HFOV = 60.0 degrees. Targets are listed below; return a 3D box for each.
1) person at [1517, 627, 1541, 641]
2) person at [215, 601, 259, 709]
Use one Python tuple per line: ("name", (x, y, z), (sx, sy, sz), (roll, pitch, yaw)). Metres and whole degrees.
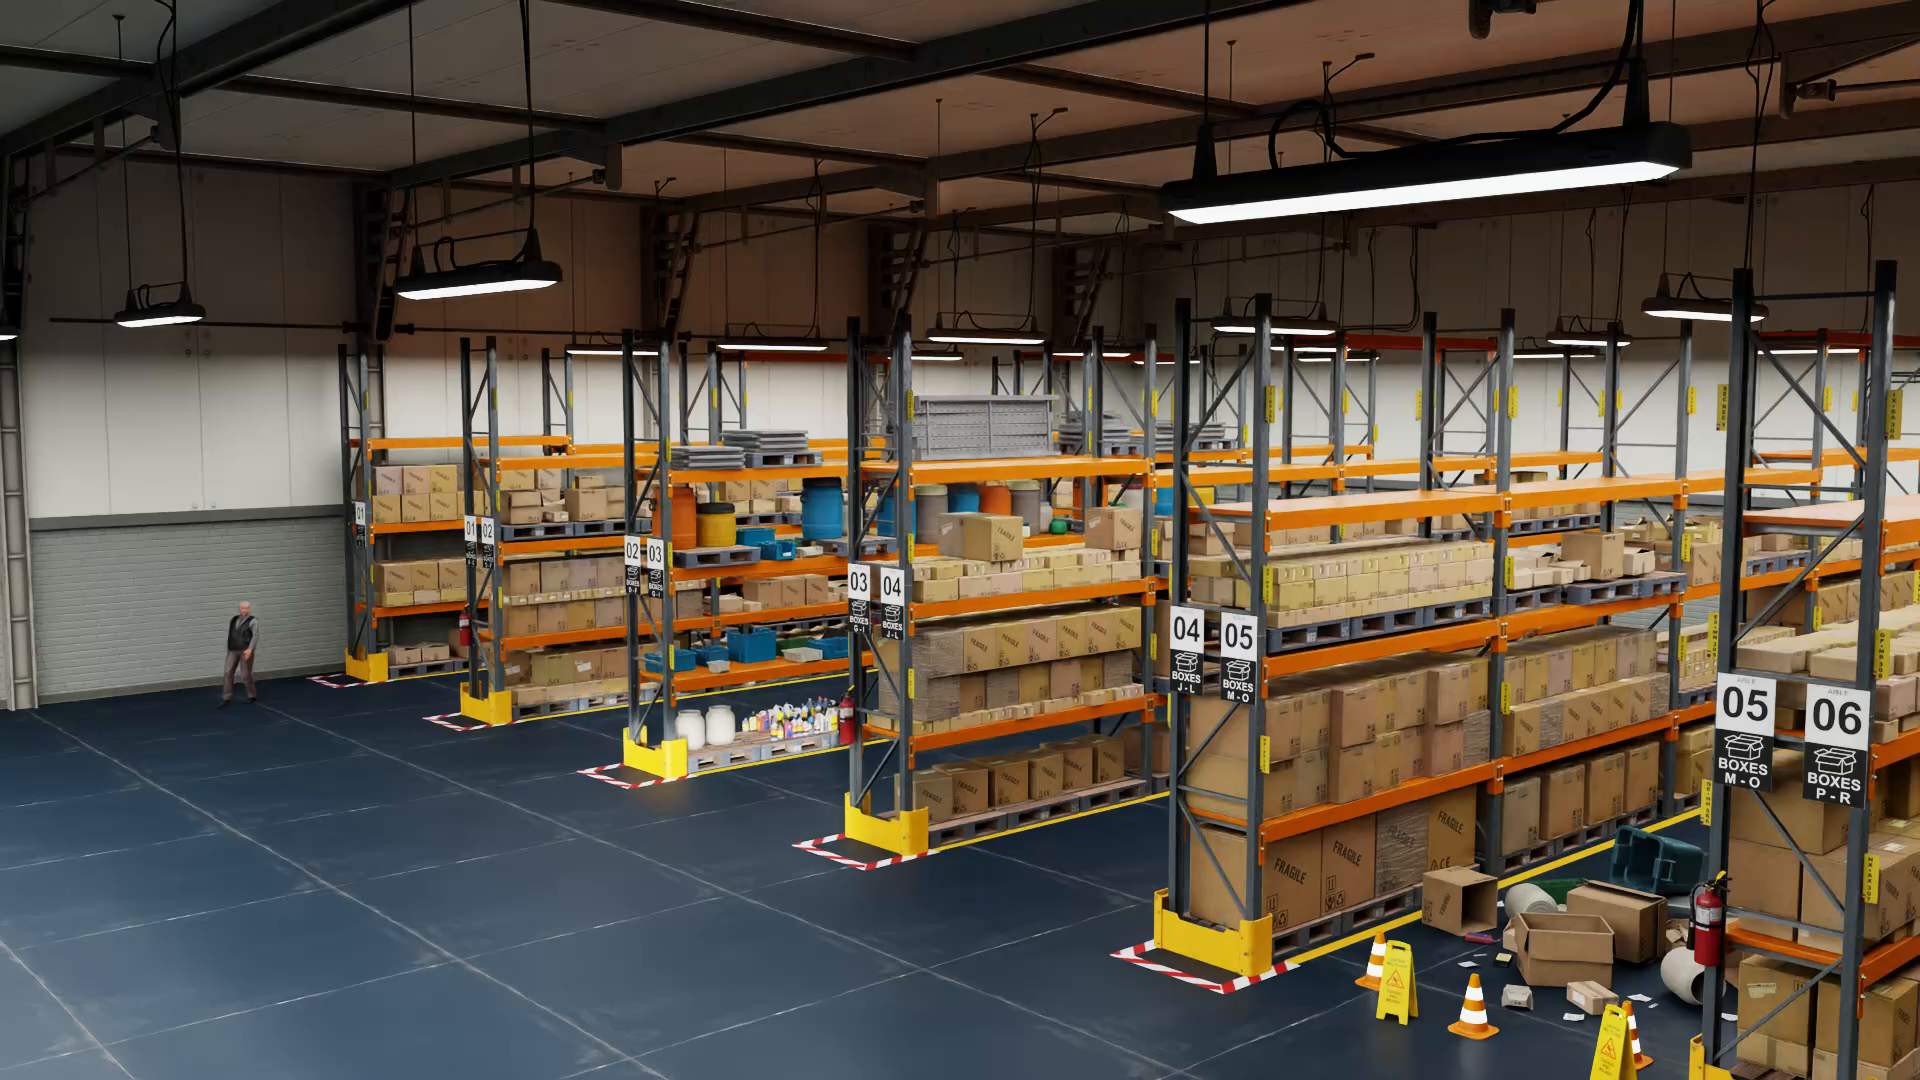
("person", (8.629, 2.043, 25.226), (0.615, 1.721, 1.084), (5, 7, 45))
("person", (-11.850, 1.887, 27.294), (0.566, 1.726, 0.746), (0, 5, 5))
